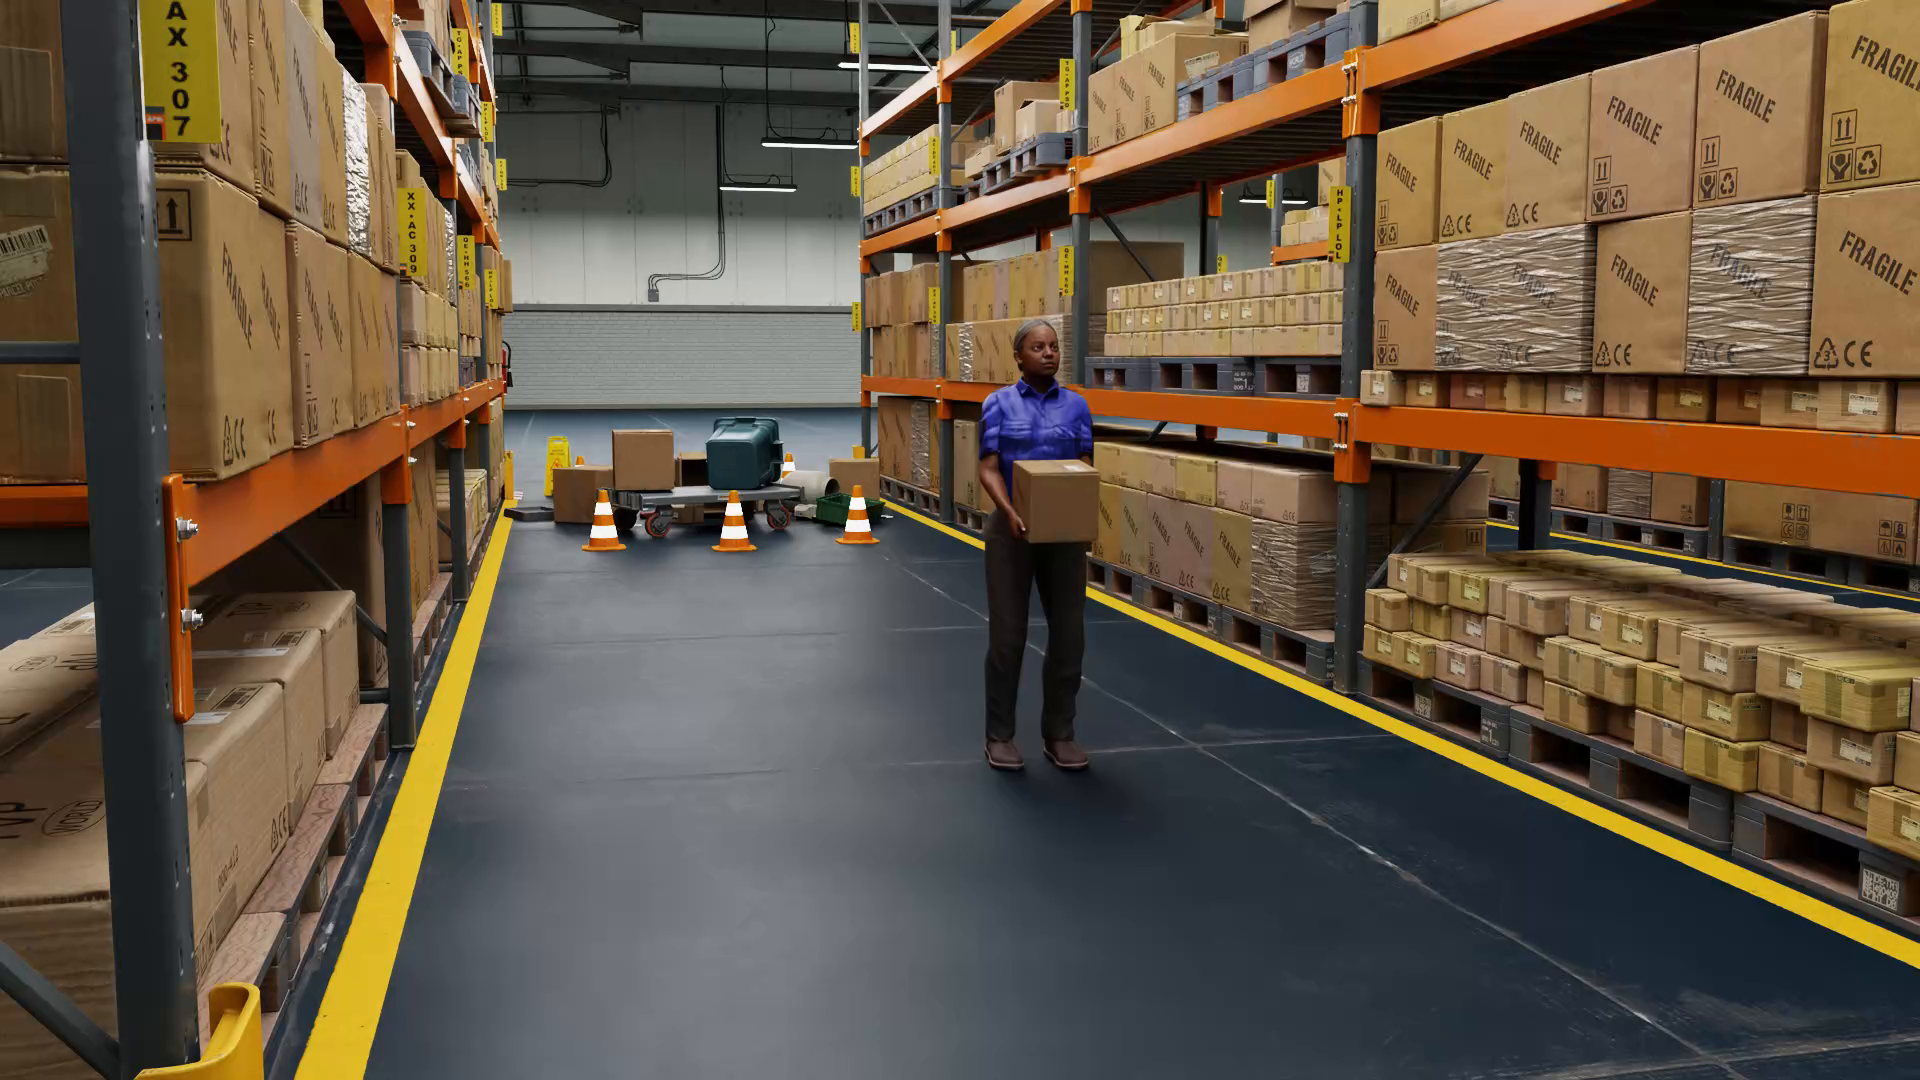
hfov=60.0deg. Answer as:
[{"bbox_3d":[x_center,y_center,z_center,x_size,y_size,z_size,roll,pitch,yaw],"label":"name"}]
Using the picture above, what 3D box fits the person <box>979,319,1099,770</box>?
[{"bbox_3d":[0.299,0.017,6.098,0.450,1.645,0.522,-1,6,-13],"label":"person"}]
